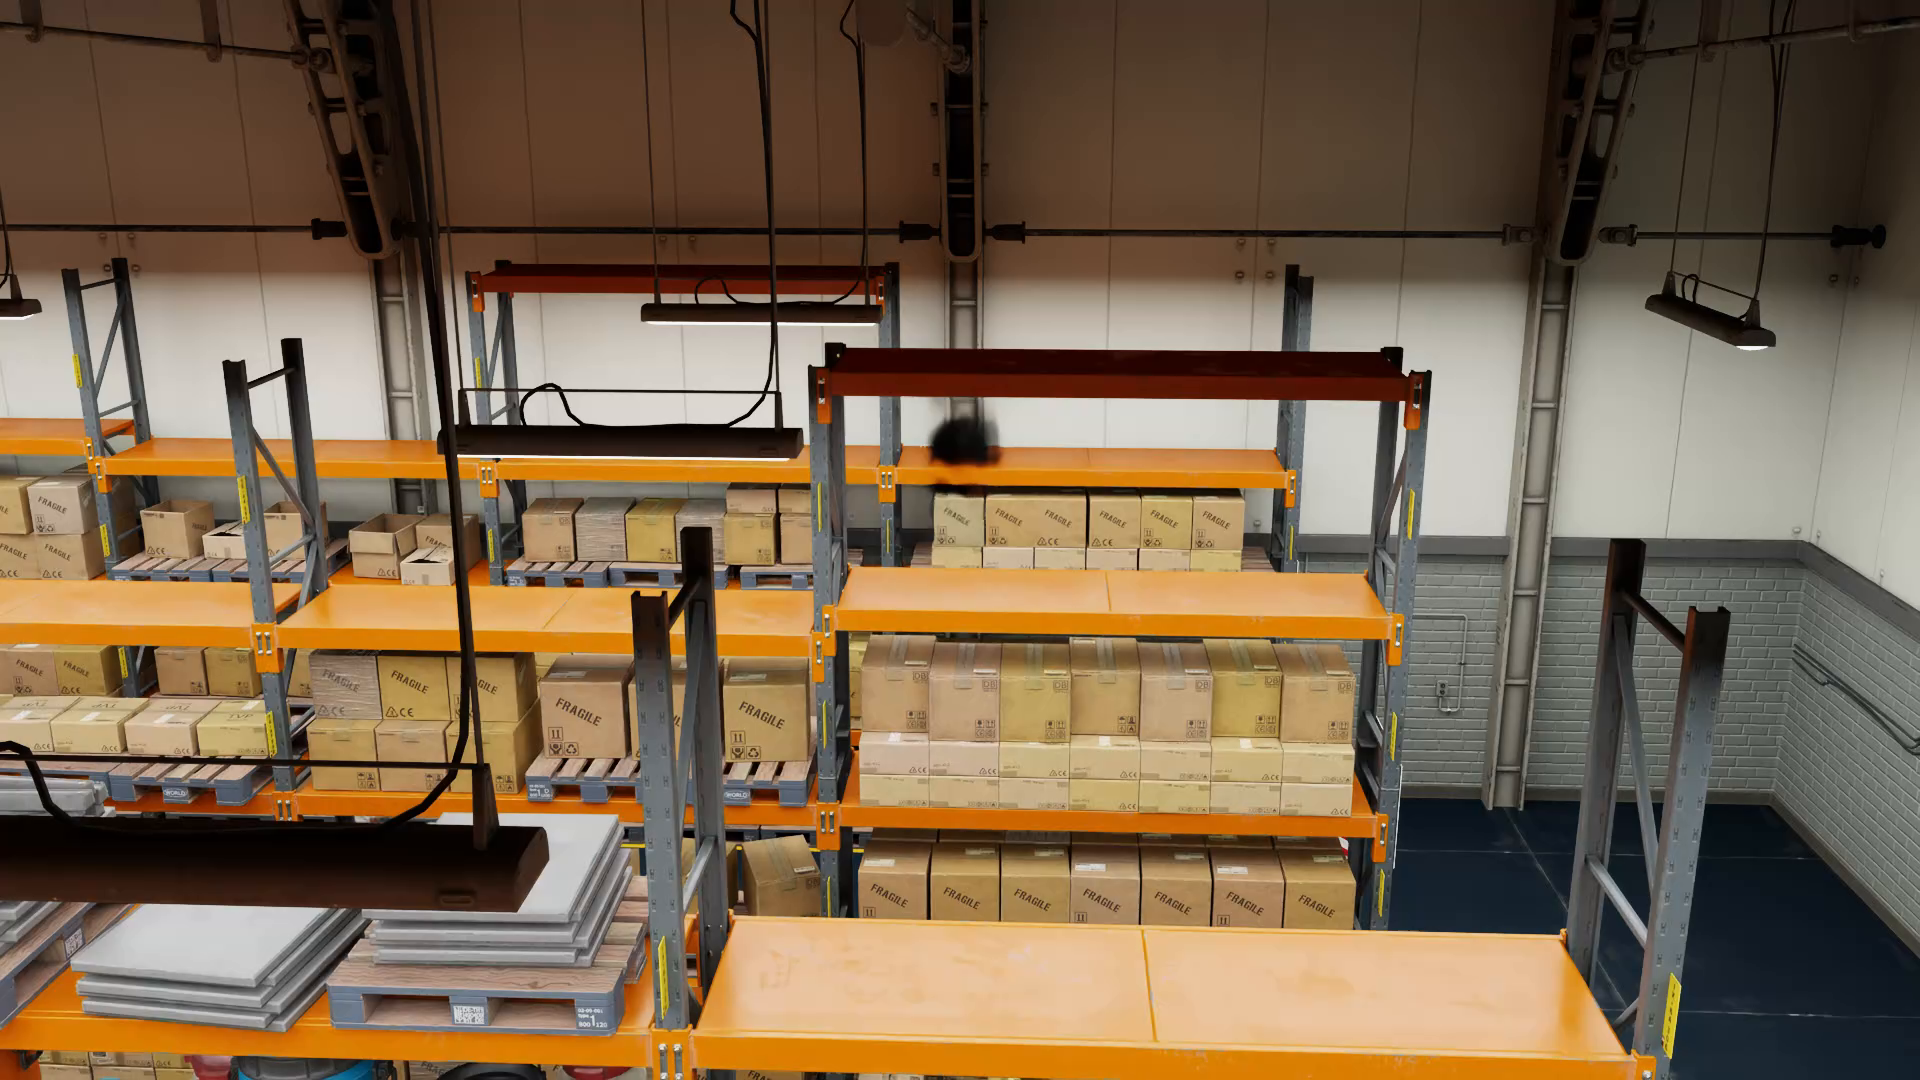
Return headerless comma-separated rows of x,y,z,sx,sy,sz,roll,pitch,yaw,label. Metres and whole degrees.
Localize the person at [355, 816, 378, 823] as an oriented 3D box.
-5.529,2.964,15.296,0.601,1.738,0.657,-3,16,-12,person
